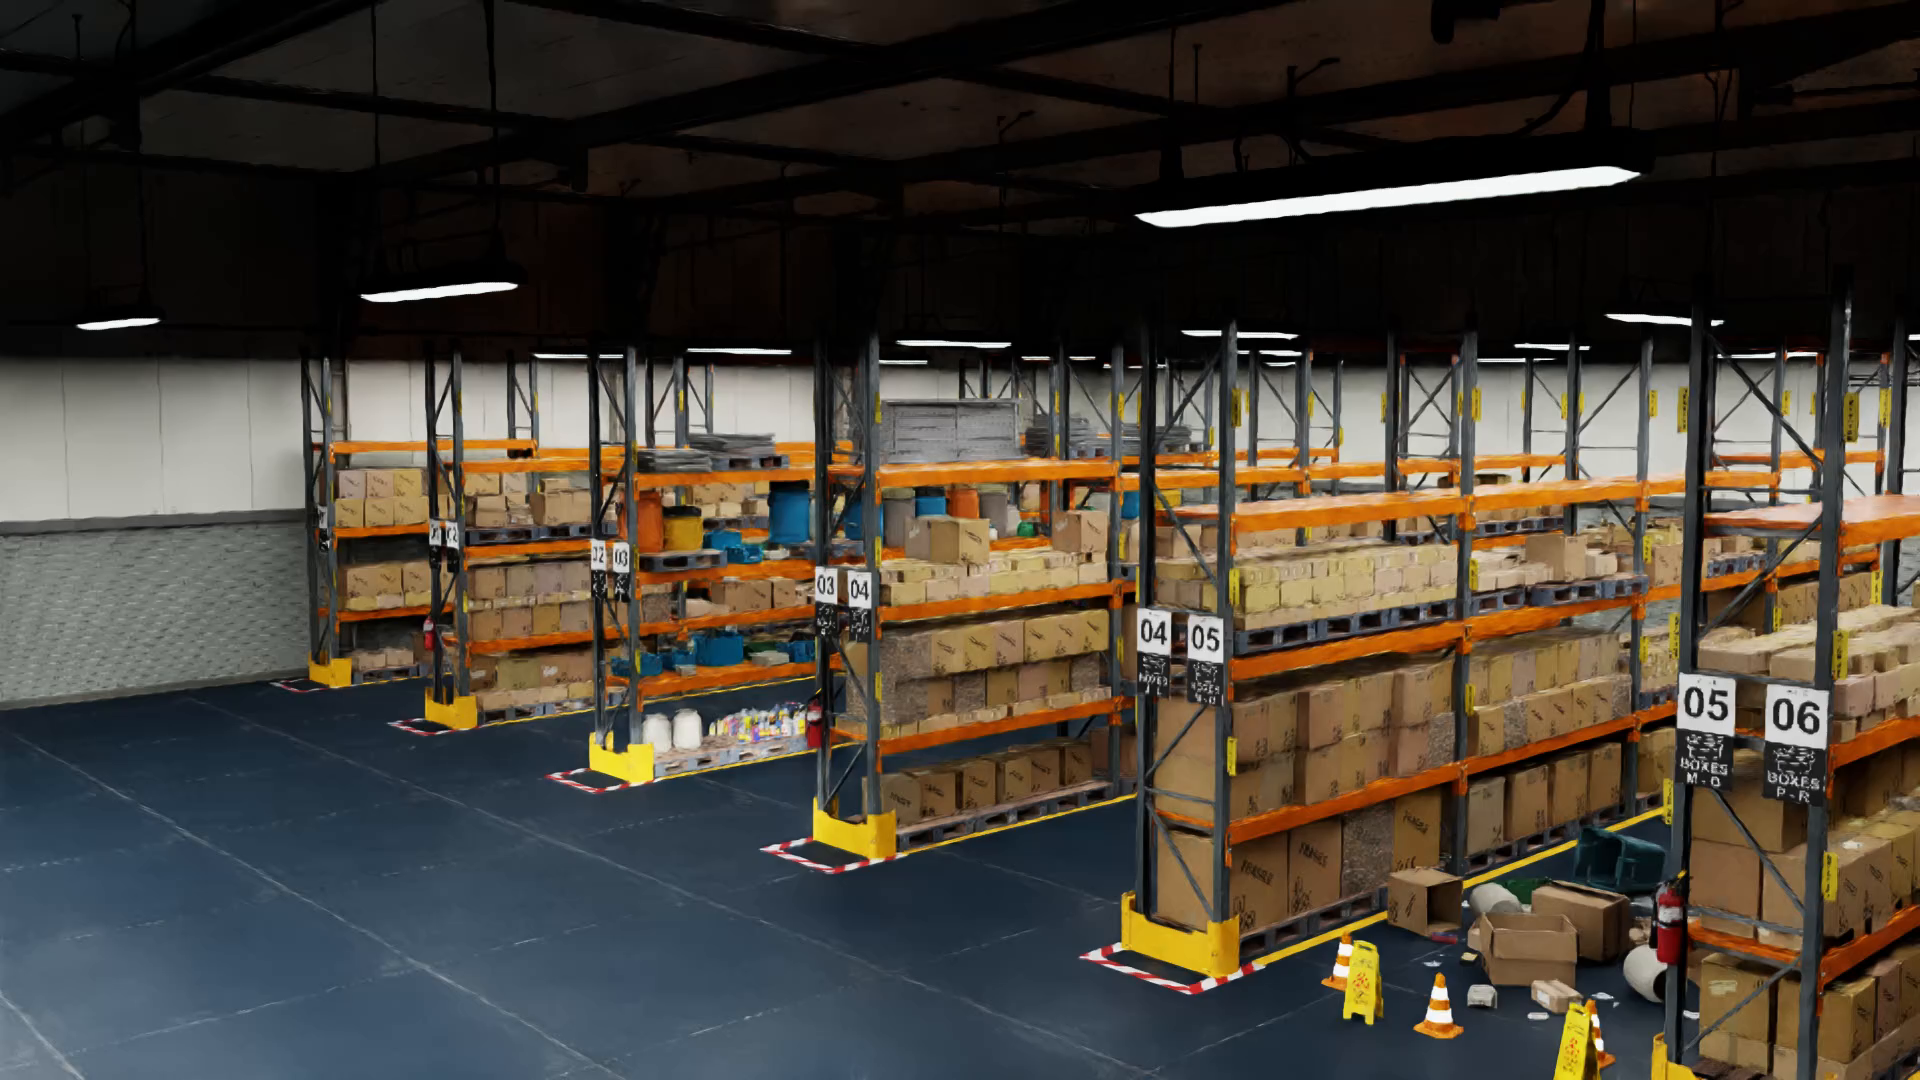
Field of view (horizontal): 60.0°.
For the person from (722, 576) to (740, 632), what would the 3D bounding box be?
[{"bbox_3d":[-4.662,1.286,33.949,0.444,1.786,0.598,2,5,23],"label":"person"}]
